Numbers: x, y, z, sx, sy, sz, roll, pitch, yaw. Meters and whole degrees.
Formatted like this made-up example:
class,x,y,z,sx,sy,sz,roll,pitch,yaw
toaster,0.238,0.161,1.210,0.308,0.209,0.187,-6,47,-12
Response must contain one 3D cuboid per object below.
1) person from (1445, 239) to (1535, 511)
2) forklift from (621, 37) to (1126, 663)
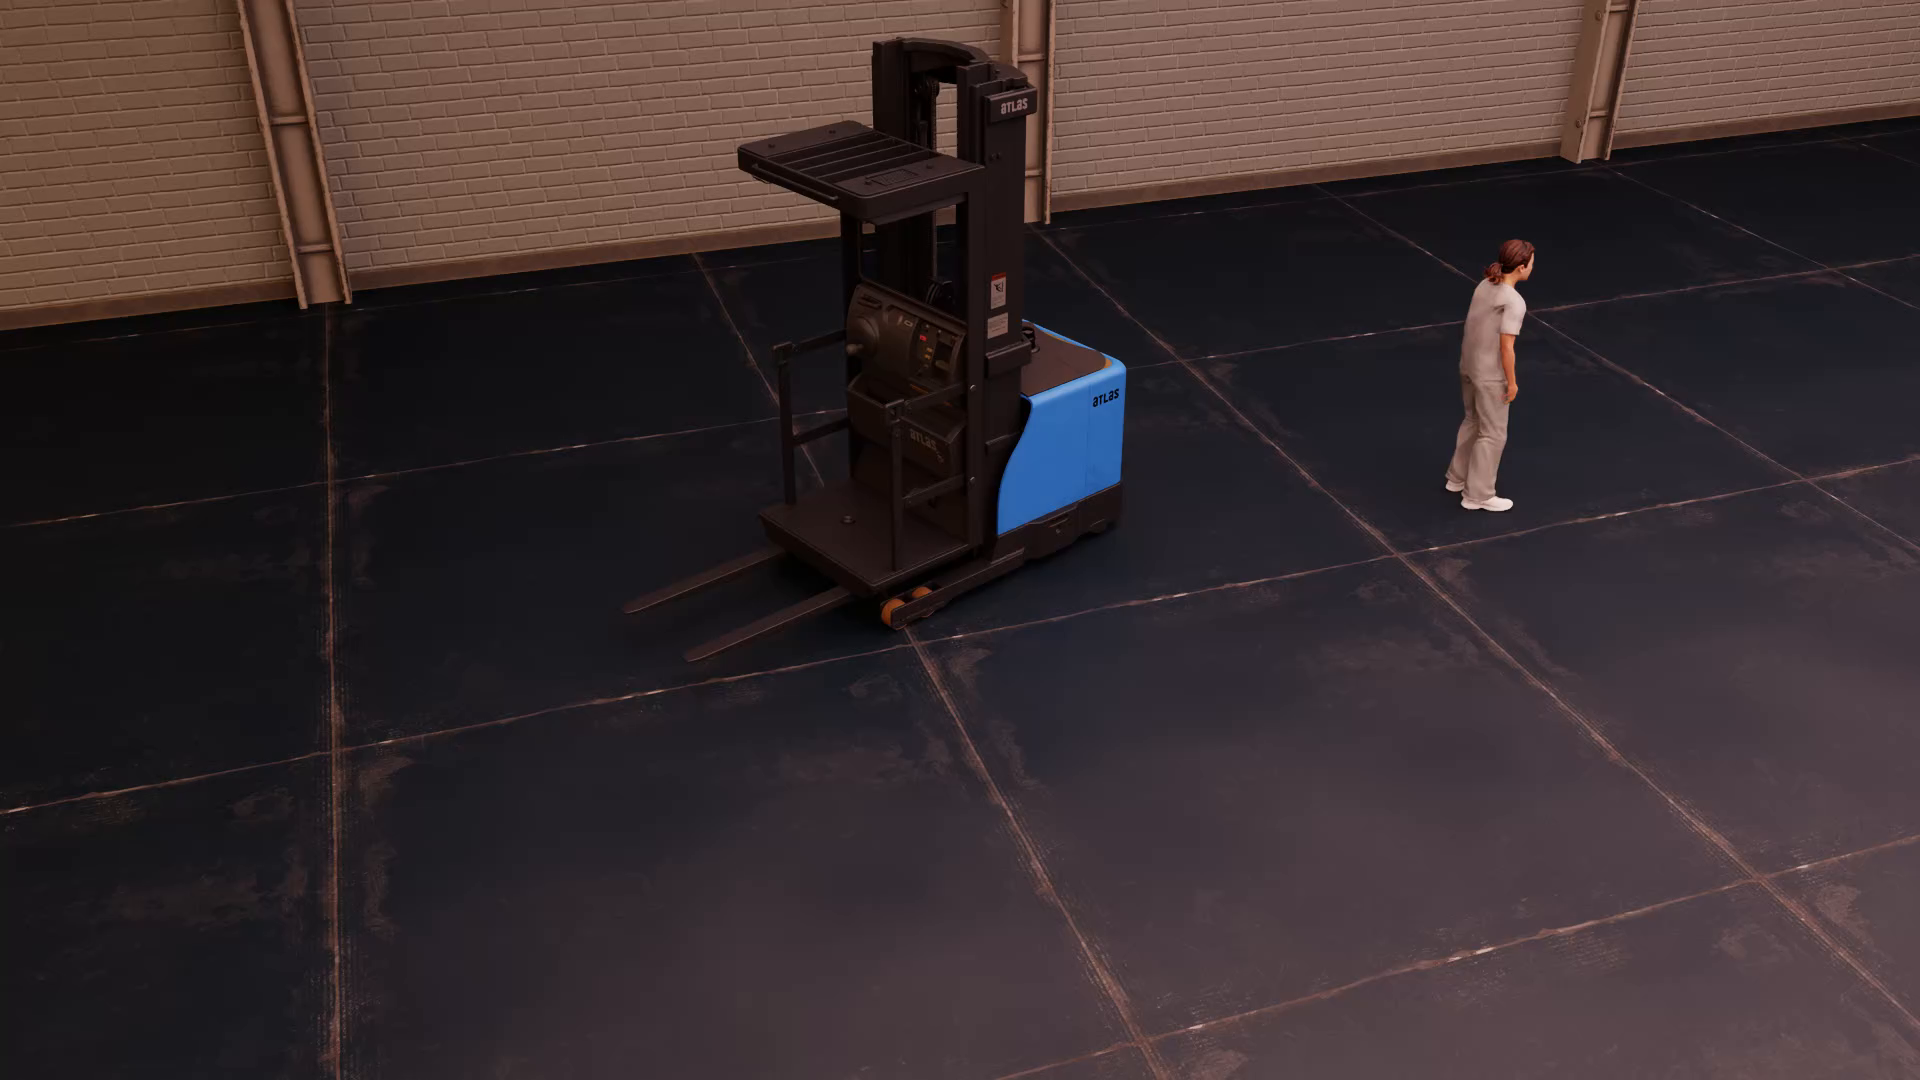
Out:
class,x,y,z,sx,sy,sz,roll,pitch,yaw
person,3.231,-1.013,10.110,0.364,1.671,0.514,-6,30,-10
forklift,-0.461,-1.072,8.951,3.031,2.935,1.130,-23,37,-34
